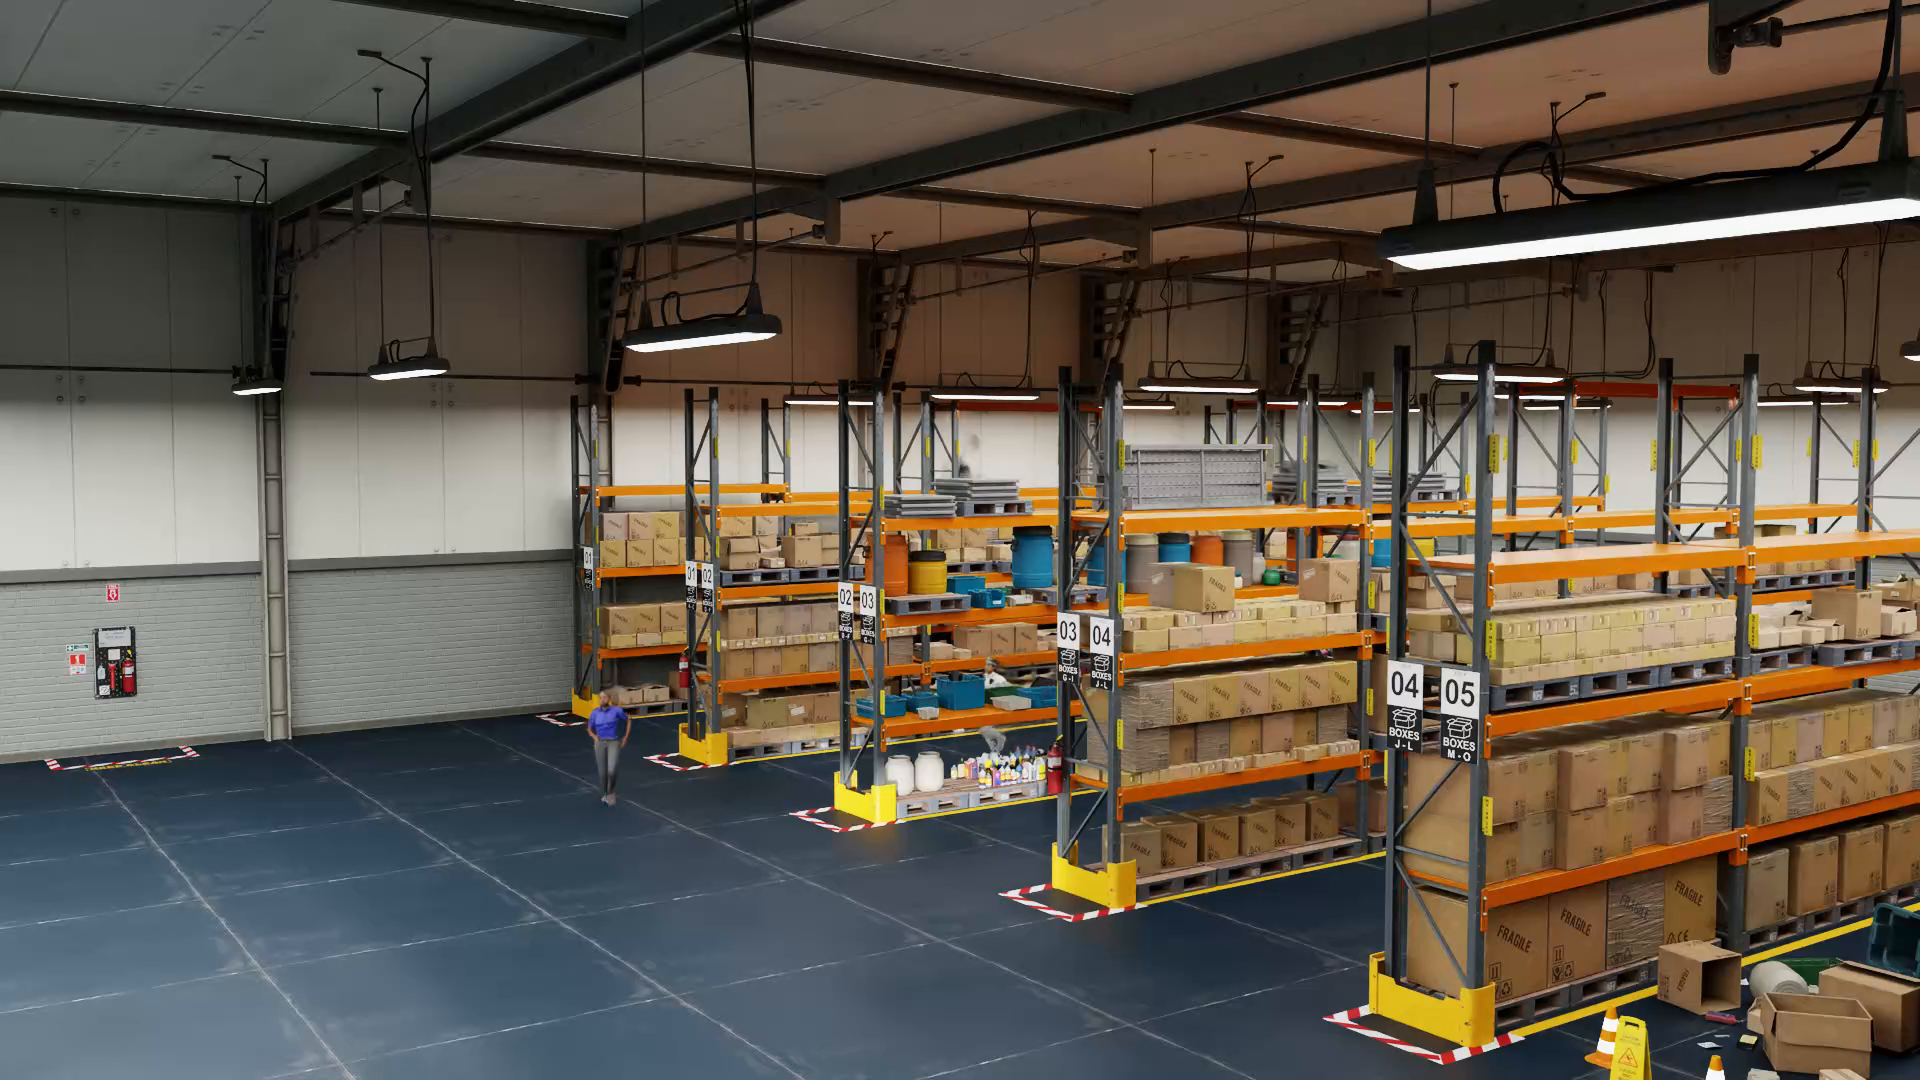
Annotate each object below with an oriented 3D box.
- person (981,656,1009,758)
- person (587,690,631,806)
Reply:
[{"bbox_3d":[0.466,2.716,26.982,0.538,1.659,0.604,-3,5,-42],"label":"person"},{"bbox_3d":[-4.984,2.942,23.520,0.577,1.636,0.658,0,3,-2],"label":"person"}]
